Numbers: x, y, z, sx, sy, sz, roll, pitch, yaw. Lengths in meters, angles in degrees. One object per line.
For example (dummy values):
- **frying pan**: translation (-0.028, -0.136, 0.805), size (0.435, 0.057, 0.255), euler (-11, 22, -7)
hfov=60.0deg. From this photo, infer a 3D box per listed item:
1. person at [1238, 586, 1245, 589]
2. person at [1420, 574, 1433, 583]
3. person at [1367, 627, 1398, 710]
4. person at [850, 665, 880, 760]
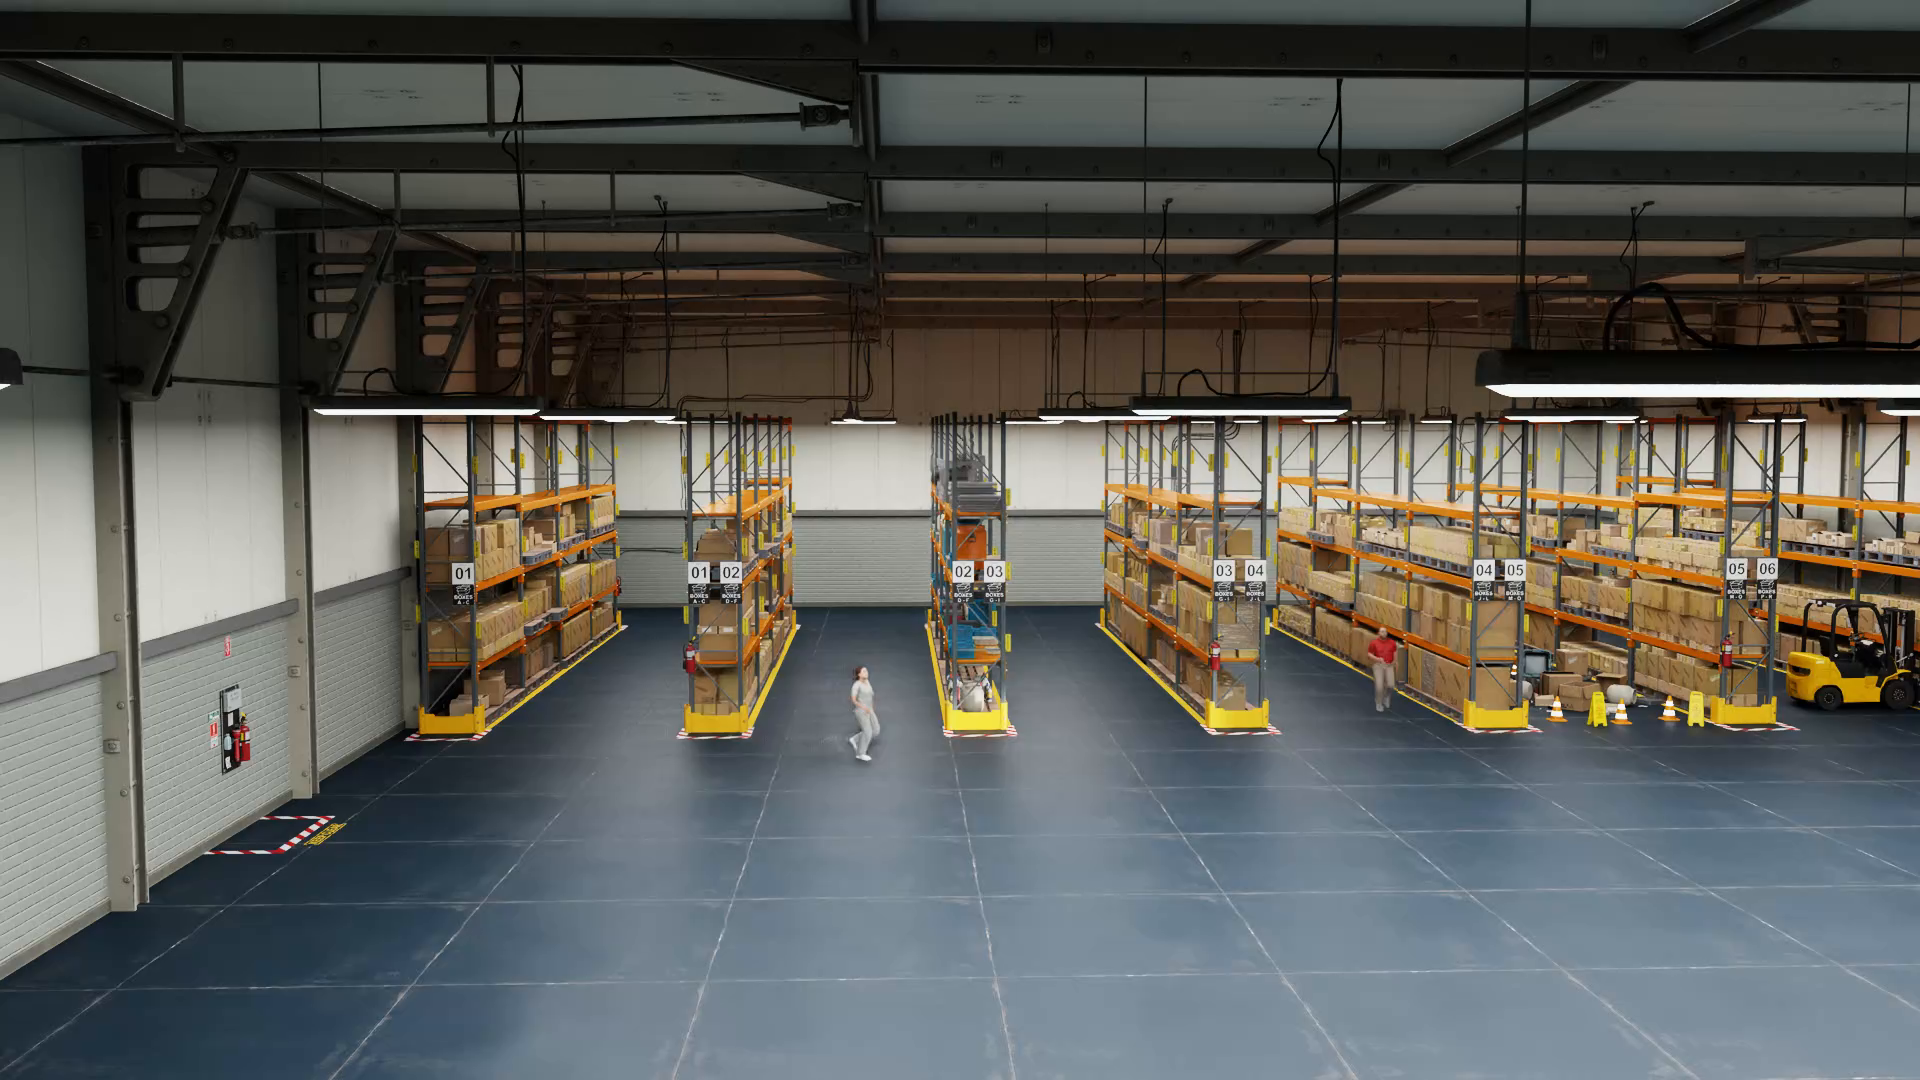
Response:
- **person**: translation (7.875, 1.787, 46.002), size (0.609, 1.660, 0.643), euler (0, 4, 1)
- **person**: translation (14.110, 1.669, 49.281), size (0.925, 1.468, 0.532), euler (1, 4, 10)
- **person**: translation (8.542, 2.597, 33.489), size (0.652, 1.687, 0.602), euler (0, 4, 0)
- **person**: translation (-1.662, 2.973, 28.625), size (0.535, 1.620, 0.571), euler (2, 4, 28)
